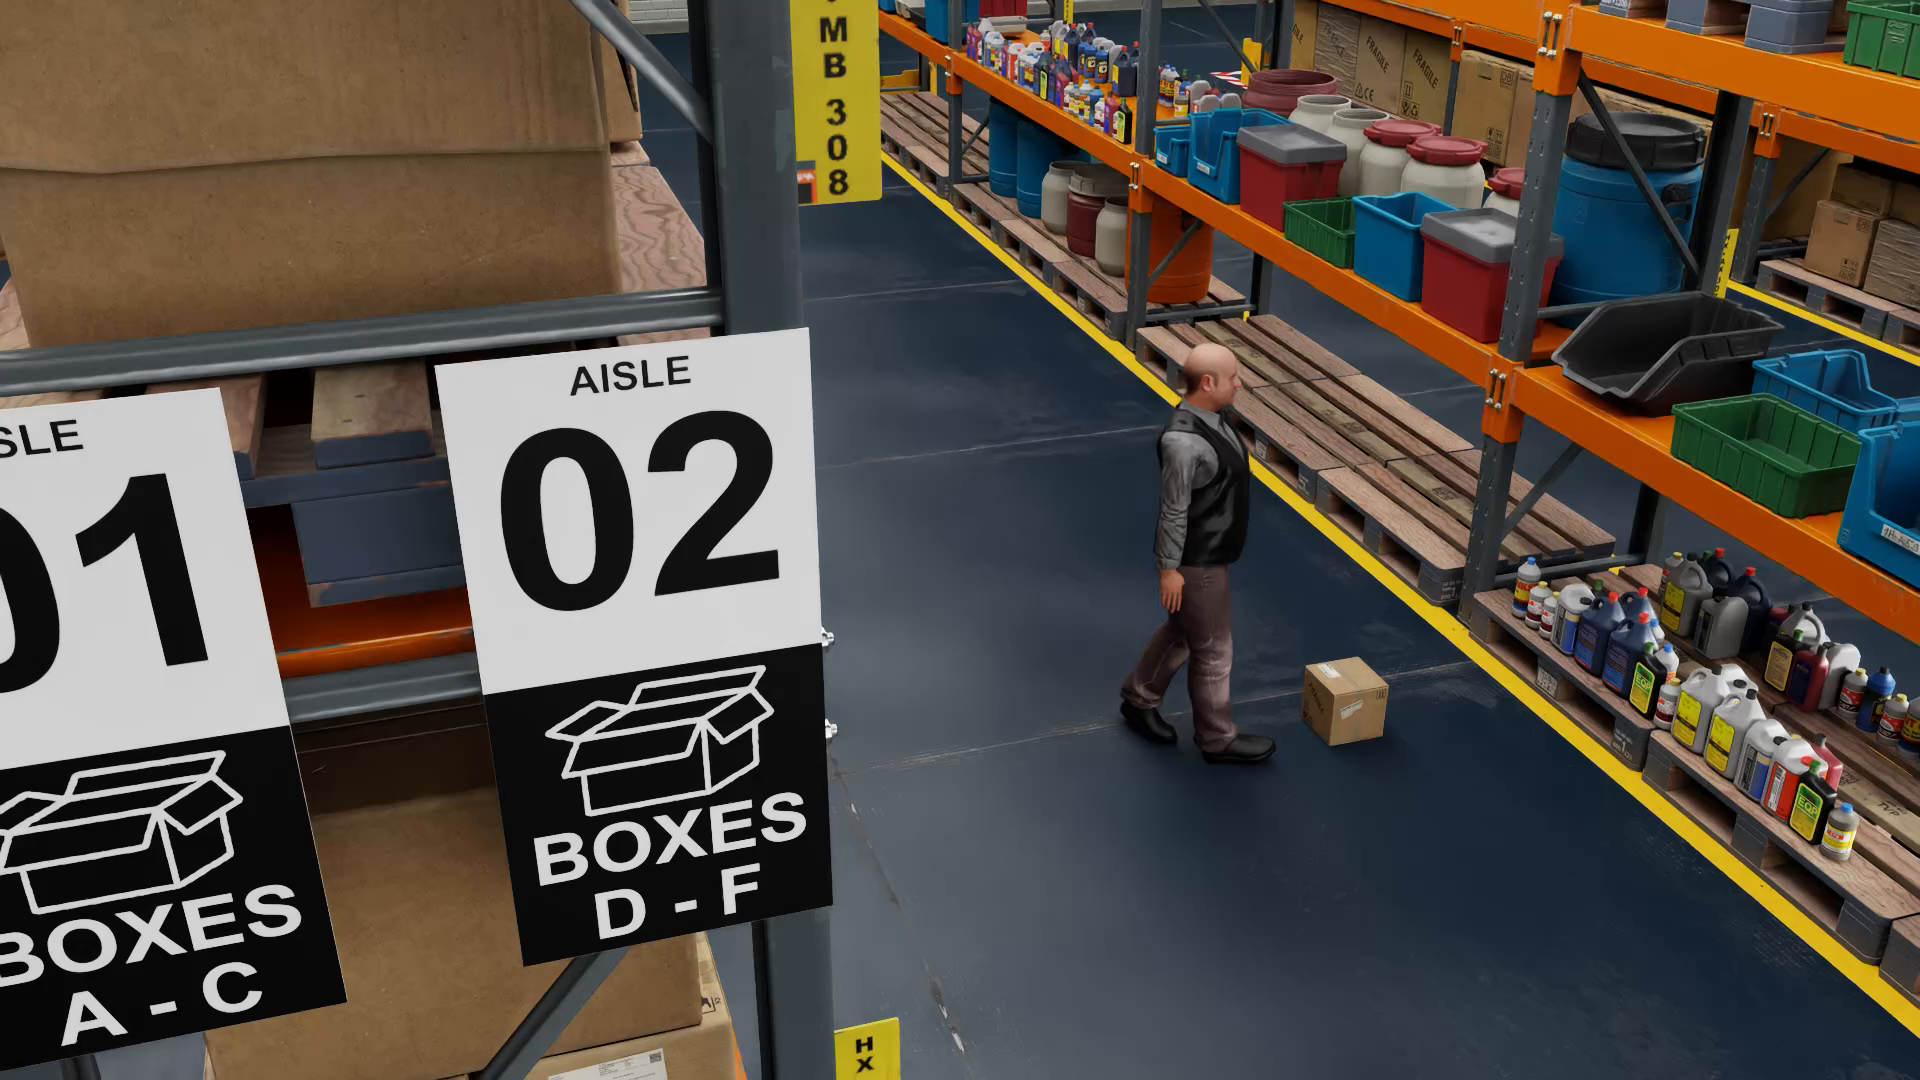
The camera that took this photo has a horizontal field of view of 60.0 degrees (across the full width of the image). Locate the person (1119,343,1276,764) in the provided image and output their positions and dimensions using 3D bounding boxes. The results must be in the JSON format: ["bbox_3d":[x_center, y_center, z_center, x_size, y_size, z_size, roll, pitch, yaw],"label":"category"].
[{"bbox_3d":[0.971,0.064,6.519,0.679,1.725,0.554,8,27,15],"label":"person"}]
